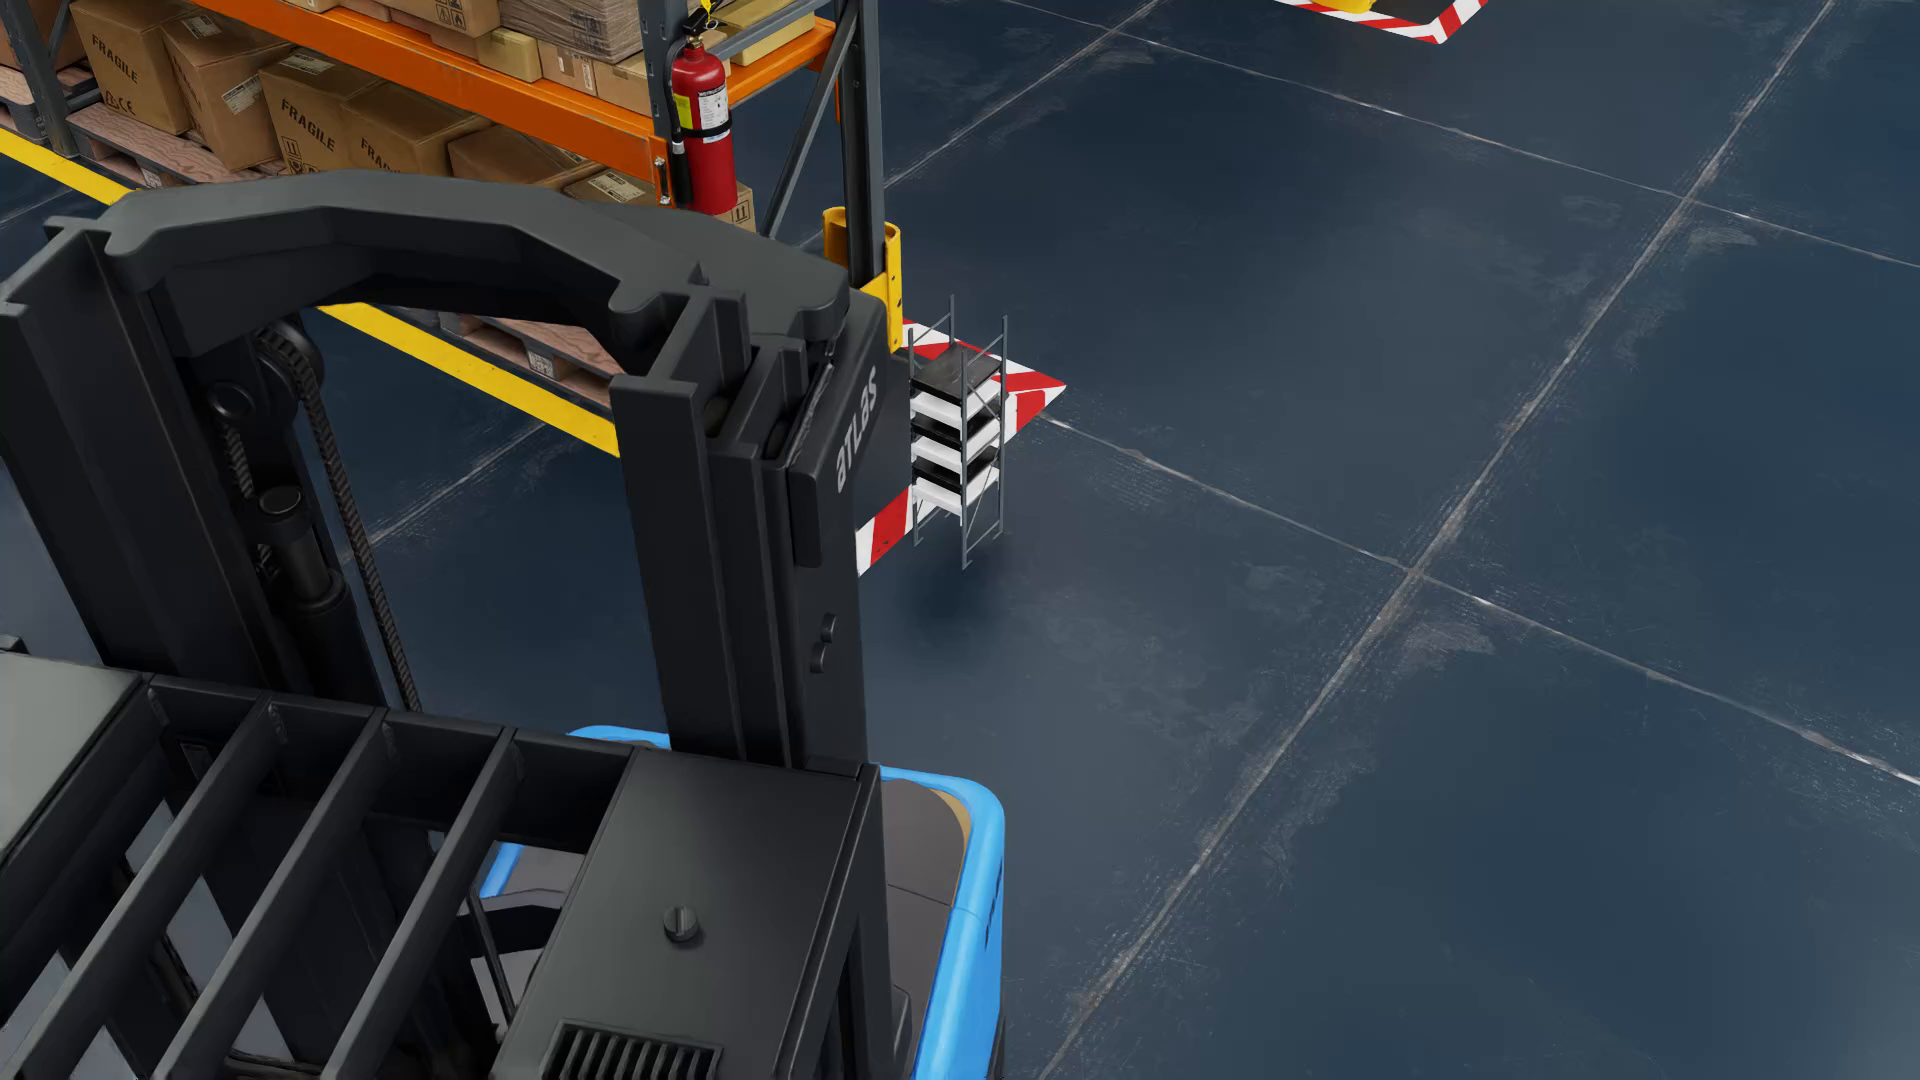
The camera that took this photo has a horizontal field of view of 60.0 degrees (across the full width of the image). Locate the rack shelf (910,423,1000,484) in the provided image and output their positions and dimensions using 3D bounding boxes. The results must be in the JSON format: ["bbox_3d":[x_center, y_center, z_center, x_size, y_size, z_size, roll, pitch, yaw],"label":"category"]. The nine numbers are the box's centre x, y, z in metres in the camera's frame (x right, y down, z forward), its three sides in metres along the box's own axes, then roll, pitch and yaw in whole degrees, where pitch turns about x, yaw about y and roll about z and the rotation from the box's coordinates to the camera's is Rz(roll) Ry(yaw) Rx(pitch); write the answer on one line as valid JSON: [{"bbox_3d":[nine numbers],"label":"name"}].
[{"bbox_3d":[-0.007,-0.314,5.476,0.200,0.077,0.258,25,48,25],"label":"rack shelf"}]

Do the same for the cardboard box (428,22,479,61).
[{"bbox_3d":[-1.601,-1.811,5.713,0.250,0.149,0.380,25,48,25],"label":"cardboard box"}]

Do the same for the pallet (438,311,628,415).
[{"bbox_3d":[-1.322,-0.960,6.665,1.213,0.211,1.003,25,48,25],"label":"pallet"}]

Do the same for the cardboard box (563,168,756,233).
[{"bbox_3d":[-1.117,-1.113,6.304,0.500,0.500,0.500,-33,51,-31],"label":"cardboard box"}]

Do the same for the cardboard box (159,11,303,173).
[{"bbox_3d":[-3.112,-2.006,7.303,0.500,0.500,0.500,-26,48,-26],"label":"cardboard box"}]

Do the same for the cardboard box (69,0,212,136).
[{"bbox_3d":[-3.586,-2.222,7.543,0.500,0.500,0.500,24,47,24],"label":"cardboard box"}]

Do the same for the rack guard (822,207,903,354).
[{"bbox_3d":[-0.677,-0.738,6.199,0.348,0.500,1.175,25,48,25],"label":"rack guard"}]

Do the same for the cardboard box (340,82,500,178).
[{"bbox_3d":[-2.128,-1.574,6.819,0.500,0.500,0.500,30,50,29],"label":"cardboard box"}]

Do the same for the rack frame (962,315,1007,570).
[{"bbox_3d":[0.077,-0.300,5.410,0.006,0.900,0.240,25,48,25],"label":"rack frame"}]

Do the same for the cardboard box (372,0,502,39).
[{"bbox_3d":[-1.528,-2.140,5.594,0.500,0.500,0.875,25,48,25],"label":"cardboard box"}]

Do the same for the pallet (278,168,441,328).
[{"bbox_3d":[-2.317,-1.428,7.187,1.213,0.211,1.003,25,48,25],"label":"pallet"}]

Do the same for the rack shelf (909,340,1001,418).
[{"bbox_3d":[-0.007,-0.515,5.296,0.200,0.077,0.258,25,48,25],"label":"rack shelf"}]

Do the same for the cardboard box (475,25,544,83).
[{"bbox_3d":[-1.406,-1.707,5.596,0.250,0.149,0.380,25,48,25],"label":"cardboard box"}]

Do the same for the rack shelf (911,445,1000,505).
[{"bbox_3d":[-0.007,-0.247,5.536,0.200,0.077,0.258,25,48,25],"label":"rack shelf"}]

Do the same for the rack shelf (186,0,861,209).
[{"bbox_3d":[-2.253,-2.138,6.429,4.000,0.370,1.077,25,48,25],"label":"rack shelf"}]

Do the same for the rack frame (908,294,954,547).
[{"bbox_3d":[-0.090,-0.377,5.497,0.006,0.900,0.240,25,48,25],"label":"rack frame"}]

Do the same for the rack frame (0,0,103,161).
[{"bbox_3d":[-3.890,-3.172,7.045,0.127,3.000,1.000,25,48,25],"label":"rack frame"}]

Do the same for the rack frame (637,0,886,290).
[{"bbox_3d":[-0.615,-1.640,5.333,0.127,3.000,1.000,25,48,25],"label":"rack frame"}]

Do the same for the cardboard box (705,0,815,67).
[{"bbox_3d":[-0.712,-1.786,5.685,0.250,0.149,0.380,25,48,25],"label":"cardboard box"}]

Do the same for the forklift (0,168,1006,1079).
[{"bbox_3d":[-0.673,1.134,2.285,1.130,2.935,3.031,7,42,8],"label":"forklift"}]

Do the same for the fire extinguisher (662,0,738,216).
[{"bbox_3d":[-0.786,-1.316,5.029,0.183,0.674,0.296,25,48,25],"label":"fire extinguisher"}]

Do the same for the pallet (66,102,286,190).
[{"bbox_3d":[-3.320,-1.895,7.709,1.213,0.211,1.003,25,48,25],"label":"pallet"}]

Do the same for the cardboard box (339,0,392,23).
[{"bbox_3d":[-2.000,-2.013,5.938,0.250,0.149,0.380,25,48,25],"label":"cardboard box"}]

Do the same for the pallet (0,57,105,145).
[{"bbox_3d":[-4.528,-2.430,8.307,1.213,0.211,1.003,25,48,25],"label":"pallet"}]

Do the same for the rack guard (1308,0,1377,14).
[{"bbox_3d":[2.335,-3.369,9.140,0.348,0.500,1.175,25,48,25],"label":"rack guard"}]

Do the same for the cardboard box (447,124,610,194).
[{"bbox_3d":[-1.626,-1.323,6.539,0.500,0.500,0.500,-29,49,-28],"label":"cardboard box"}]

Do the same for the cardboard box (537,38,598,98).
[{"bbox_3d":[-1.171,-1.639,5.521,0.250,0.149,0.380,25,48,25],"label":"cardboard box"}]

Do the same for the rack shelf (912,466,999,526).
[{"bbox_3d":[-0.007,-0.179,5.596,0.200,0.077,0.258,25,48,25],"label":"rack shelf"}]

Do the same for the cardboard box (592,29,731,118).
[{"bbox_3d":[-0.967,-1.543,5.413,0.250,0.149,0.380,25,48,25],"label":"cardboard box"}]

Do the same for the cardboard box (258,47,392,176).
[{"bbox_3d":[-2.559,-1.812,7.085,0.500,0.500,0.500,21,46,22],"label":"cardboard box"}]

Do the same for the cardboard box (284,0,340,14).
[{"bbox_3d":[-2.255,-2.060,5.991,0.250,0.149,0.380,25,48,25],"label":"cardboard box"}]

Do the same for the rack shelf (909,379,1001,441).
[{"bbox_3d":[-0.007,-0.448,5.356,0.200,0.077,0.258,25,48,25],"label":"rack shelf"}]

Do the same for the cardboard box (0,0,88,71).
[{"bbox_3d":[-4.380,-2.651,8.008,0.500,0.500,0.700,22,46,22],"label":"cardboard box"}]

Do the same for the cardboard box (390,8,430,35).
[{"bbox_3d":[-1.782,-1.929,5.845,0.250,0.149,0.380,25,48,25],"label":"cardboard box"}]

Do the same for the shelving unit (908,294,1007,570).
[{"bbox_3d":[-0.007,-0.338,5.453,0.210,0.900,0.258,25,48,25],"label":"shelving unit"}]

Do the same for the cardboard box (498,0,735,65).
[{"bbox_3d":[-1.050,-2.014,5.453,0.500,0.500,0.875,25,48,25],"label":"cardboard box"}]

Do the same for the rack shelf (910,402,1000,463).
[{"bbox_3d":[-0.007,-0.381,5.416,0.200,0.077,0.258,25,48,25],"label":"rack shelf"}]
